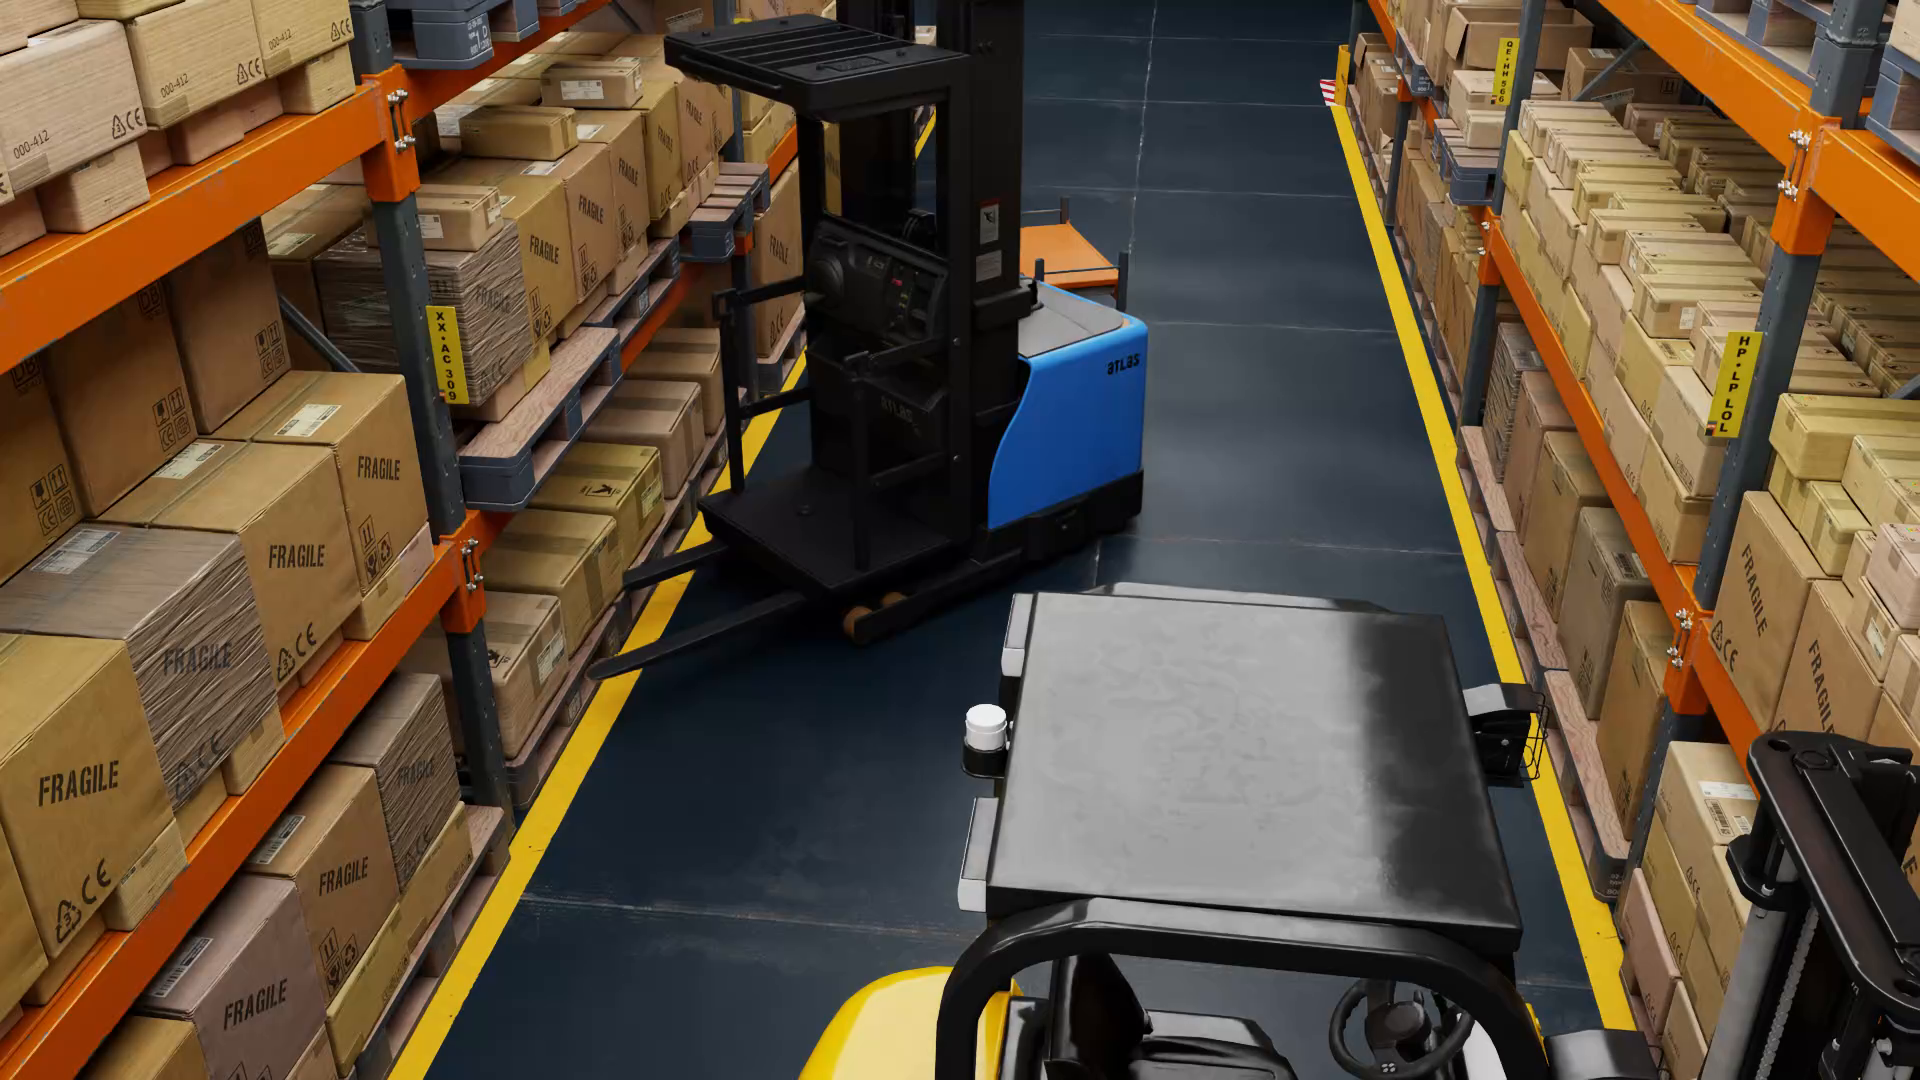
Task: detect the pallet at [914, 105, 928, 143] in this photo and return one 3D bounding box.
[{"bbox_3d":[-0.865,-3.697,14.891,1.003,0.211,1.213,3,28,6],"label":"pallet"}]

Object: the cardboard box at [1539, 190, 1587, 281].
[{"bbox_3d":[2.813,-1.305,7.140,0.500,0.250,0.500,3,28,5],"label":"cardboard box"}]

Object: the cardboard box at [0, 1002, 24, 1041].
[{"bbox_3d":[-2.228,1.007,3.483,0.380,0.149,0.250,4,29,8],"label":"cardboard box"}]

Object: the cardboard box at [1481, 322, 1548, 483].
[{"bbox_3d":[3.164,-0.673,8.397,0.875,0.625,0.625,4,29,8],"label":"cardboard box"}]

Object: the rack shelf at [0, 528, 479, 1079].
[{"bbox_3d":[-2.408,1.028,3.938,1.077,0.370,4.000,3,28,6],"label":"rack shelf"}]

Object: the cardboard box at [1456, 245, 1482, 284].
[{"bbox_3d":[3.066,-1.574,9.517,0.380,0.149,0.250,2,28,4],"label":"cardboard box"}]

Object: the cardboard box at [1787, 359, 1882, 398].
[{"bbox_3d":[2.586,-0.447,5.127,0.380,0.149,0.250,4,29,8],"label":"cardboard box"}]

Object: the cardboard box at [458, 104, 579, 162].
[{"bbox_3d":[-1.723,-1.594,6.500,0.380,0.149,0.250,5,29,9],"label":"cardboard box"}]

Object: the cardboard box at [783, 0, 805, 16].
[{"bbox_3d":[-1.239,-3.292,10.038,0.500,0.500,0.500,4,29,8],"label":"cardboard box"}]

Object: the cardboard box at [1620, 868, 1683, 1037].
[{"bbox_3d":[2.376,1.291,5.148,0.500,0.250,0.500,4,29,7],"label":"cardboard box"}]

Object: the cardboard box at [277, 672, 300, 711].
[{"bbox_3d":[-2.077,0.402,4.606,0.380,0.149,0.250,3,28,5],"label":"cardboard box"}]

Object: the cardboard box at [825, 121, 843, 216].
[{"bbox_3d":[-1.282,-2.523,11.568,0.875,0.875,0.875,4,29,8],"label":"cardboard box"}]

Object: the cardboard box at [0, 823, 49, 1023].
[{"bbox_3d":[-2.198,0.787,3.207,0.500,0.500,0.500,3,28,5],"label":"cardboard box"}]

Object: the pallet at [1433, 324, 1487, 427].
[{"bbox_3d":[3.383,-0.948,9.787,1.003,0.211,1.213,3,28,6],"label":"pallet"}]

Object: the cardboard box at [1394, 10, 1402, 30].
[{"bbox_3d":[3.551,-4.011,12.797,0.380,0.149,0.250,4,29,8],"label":"cardboard box"}]

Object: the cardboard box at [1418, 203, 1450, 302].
[{"bbox_3d":[3.271,-1.849,10.713,0.500,0.500,0.500,2,28,4],"label":"cardboard box"}]

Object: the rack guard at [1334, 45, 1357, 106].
[{"bbox_3d":[4.225,-4.456,15.994,1.175,0.500,0.348,3,28,6],"label":"rack guard"}]

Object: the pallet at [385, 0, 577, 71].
[{"bbox_3d":[-1.981,-1.752,5.375,1.213,0.211,1.003,3,28,6],"label":"pallet"}]

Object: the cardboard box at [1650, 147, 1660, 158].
[{"bbox_3d":[3.475,-1.753,7.972,0.500,0.250,0.500,4,29,7],"label":"cardboard box"}]

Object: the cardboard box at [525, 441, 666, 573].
[{"bbox_3d":[-1.933,-0.171,7.733,0.950,0.372,0.625,4,29,8],"label":"cardboard box"}]

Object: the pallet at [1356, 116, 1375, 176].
[{"bbox_3d":[3.976,-3.380,14.302,1.003,0.211,1.213,3,28,6],"label":"pallet"}]

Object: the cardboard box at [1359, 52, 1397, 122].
[{"bbox_3d":[3.922,-3.994,14.693,0.700,0.500,0.500,4,29,8],"label":"cardboard box"}]

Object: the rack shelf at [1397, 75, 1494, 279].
[{"bbox_3d":[3.499,-2.451,10.395,1.077,0.370,4.000,3,28,6],"label":"rack shelf"}]

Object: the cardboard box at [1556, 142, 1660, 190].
[{"bbox_3d":[2.866,-1.651,7.362,0.380,0.149,0.250,4,29,7],"label":"cardboard box"}]

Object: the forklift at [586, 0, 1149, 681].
[{"bbox_3d":[-0.539,-1.110,7.219,3.031,2.935,1.130,-22,35,-34],"label":"forklift"}]

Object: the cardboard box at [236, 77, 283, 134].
[{"bbox_3d":[-2.017,-1.160,4.343,0.380,0.149,0.250,4,29,7],"label":"cardboard box"}]

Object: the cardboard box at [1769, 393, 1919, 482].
[{"bbox_3d":[2.431,-0.271,4.488,0.380,0.149,0.250,4,29,7],"label":"cardboard box"}]

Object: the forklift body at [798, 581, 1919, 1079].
[{"bbox_3d":[0.696,1.315,3.542,2.313,2.155,1.214,3,28,6],"label":"forklift body"}]

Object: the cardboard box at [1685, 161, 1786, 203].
[{"bbox_3d":[3.332,-1.505,7.091,0.380,0.149,0.250,3,28,6],"label":"cardboard box"}]

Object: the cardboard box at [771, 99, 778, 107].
[{"bbox_3d":[-1.301,-2.734,9.794,0.500,0.250,0.500,4,29,7],"label":"cardboard box"}]

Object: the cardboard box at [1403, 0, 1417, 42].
[{"bbox_3d":[3.463,-3.723,11.450,0.700,0.500,0.500,4,29,7],"label":"cardboard box"}]

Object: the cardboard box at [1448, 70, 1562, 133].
[{"bbox_3d":[3.062,-2.461,9.370,0.500,0.250,0.500,2,28,4],"label":"cardboard box"}]

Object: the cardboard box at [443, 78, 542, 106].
[{"bbox_3d":[-2.073,-1.778,7.526,0.500,0.500,0.500,4,29,7],"label":"cardboard box"}]

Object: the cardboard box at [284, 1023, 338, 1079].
[{"bbox_3d":[-2.091,1.580,4.611,0.500,0.250,0.500,4,29,7],"label":"cardboard box"}]

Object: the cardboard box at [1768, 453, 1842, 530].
[{"bbox_3d":[2.464,-0.138,4.555,0.380,0.149,0.250,3,28,5],"label":"cardboard box"}]

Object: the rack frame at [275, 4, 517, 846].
[{"bbox_3d":[-2.163,-0.230,5.514,1.000,3.000,0.127,3,28,6],"label":"rack frame"}]

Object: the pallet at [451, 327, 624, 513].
[{"bbox_3d":[-1.925,-0.497,6.212,1.003,0.211,1.213,3,28,6],"label":"pallet"}]

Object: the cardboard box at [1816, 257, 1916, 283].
[{"bbox_3d":[3.203,-0.904,5.976,0.380,0.149,0.250,3,28,6],"label":"cardboard box"}]

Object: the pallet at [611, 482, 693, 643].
[{"bbox_3d":[-1.922,0.055,7.925,1.003,0.211,1.213,3,28,6],"label":"pallet"}]

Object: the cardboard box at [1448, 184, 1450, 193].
[{"bbox_3d":[3.334,-2.179,10.640,0.380,0.149,0.250,3,29,6],"label":"cardboard box"}]

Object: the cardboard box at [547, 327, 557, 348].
[{"bbox_3d":[-1.783,-0.801,6.396,0.380,0.149,0.250,5,29,9],"label":"cardboard box"}]

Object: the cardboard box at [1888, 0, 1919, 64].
[{"bbox_3d":[2.408,-1.189,3.848,0.380,0.149,0.250,4,29,7],"label":"cardboard box"}]

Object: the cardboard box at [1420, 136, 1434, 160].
[{"bbox_3d":[3.479,-2.791,11.777,0.380,0.149,0.250,3,28,5],"label":"cardboard box"}]

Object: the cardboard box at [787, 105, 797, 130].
[{"bbox_3d":[-1.247,-2.752,10.354,0.500,0.250,0.500,4,29,8],"label":"cardboard box"}]

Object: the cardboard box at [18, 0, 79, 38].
[{"bbox_3d":[-2.097,-1.138,3.461,0.380,0.149,0.250,3,28,5],"label":"cardboard box"}]

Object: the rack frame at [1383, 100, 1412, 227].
[{"bbox_3d":[3.744,-3.709,11.972,1.000,3.000,0.127,3,28,6],"label":"rack frame"}]

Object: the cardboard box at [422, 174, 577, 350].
[{"bbox_3d":[-1.760,-1.030,6.137,0.500,0.500,0.500,3,29,6],"label":"cardboard box"}]

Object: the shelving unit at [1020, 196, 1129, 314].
[{"bbox_3d":[0.506,-1.211,9.312,0.538,1.125,1.048,-7,29,-13],"label":"shelving unit"}]

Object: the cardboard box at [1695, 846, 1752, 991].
[{"bbox_3d":[2.321,1.092,4.463,0.500,0.250,0.500,3,28,6],"label":"cardboard box"}]

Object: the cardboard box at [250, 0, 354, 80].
[{"bbox_3d":[-1.950,-1.391,4.352,0.500,0.250,0.500,3,28,6],"label":"cardboard box"}]

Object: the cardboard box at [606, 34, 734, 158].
[{"bbox_3d":[-1.452,-2.243,8.388,0.500,0.500,0.500,3,28,5],"label":"cardboard box"}]

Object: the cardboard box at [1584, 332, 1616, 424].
[{"bbox_3d":[2.714,-0.599,6.357,0.500,0.250,0.500,4,29,7],"label":"cardboard box"}]

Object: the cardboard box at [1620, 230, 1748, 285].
[{"bbox_3d":[2.713,-1.050,6.247,0.380,0.149,0.250,4,29,7],"label":"cardboard box"}]
